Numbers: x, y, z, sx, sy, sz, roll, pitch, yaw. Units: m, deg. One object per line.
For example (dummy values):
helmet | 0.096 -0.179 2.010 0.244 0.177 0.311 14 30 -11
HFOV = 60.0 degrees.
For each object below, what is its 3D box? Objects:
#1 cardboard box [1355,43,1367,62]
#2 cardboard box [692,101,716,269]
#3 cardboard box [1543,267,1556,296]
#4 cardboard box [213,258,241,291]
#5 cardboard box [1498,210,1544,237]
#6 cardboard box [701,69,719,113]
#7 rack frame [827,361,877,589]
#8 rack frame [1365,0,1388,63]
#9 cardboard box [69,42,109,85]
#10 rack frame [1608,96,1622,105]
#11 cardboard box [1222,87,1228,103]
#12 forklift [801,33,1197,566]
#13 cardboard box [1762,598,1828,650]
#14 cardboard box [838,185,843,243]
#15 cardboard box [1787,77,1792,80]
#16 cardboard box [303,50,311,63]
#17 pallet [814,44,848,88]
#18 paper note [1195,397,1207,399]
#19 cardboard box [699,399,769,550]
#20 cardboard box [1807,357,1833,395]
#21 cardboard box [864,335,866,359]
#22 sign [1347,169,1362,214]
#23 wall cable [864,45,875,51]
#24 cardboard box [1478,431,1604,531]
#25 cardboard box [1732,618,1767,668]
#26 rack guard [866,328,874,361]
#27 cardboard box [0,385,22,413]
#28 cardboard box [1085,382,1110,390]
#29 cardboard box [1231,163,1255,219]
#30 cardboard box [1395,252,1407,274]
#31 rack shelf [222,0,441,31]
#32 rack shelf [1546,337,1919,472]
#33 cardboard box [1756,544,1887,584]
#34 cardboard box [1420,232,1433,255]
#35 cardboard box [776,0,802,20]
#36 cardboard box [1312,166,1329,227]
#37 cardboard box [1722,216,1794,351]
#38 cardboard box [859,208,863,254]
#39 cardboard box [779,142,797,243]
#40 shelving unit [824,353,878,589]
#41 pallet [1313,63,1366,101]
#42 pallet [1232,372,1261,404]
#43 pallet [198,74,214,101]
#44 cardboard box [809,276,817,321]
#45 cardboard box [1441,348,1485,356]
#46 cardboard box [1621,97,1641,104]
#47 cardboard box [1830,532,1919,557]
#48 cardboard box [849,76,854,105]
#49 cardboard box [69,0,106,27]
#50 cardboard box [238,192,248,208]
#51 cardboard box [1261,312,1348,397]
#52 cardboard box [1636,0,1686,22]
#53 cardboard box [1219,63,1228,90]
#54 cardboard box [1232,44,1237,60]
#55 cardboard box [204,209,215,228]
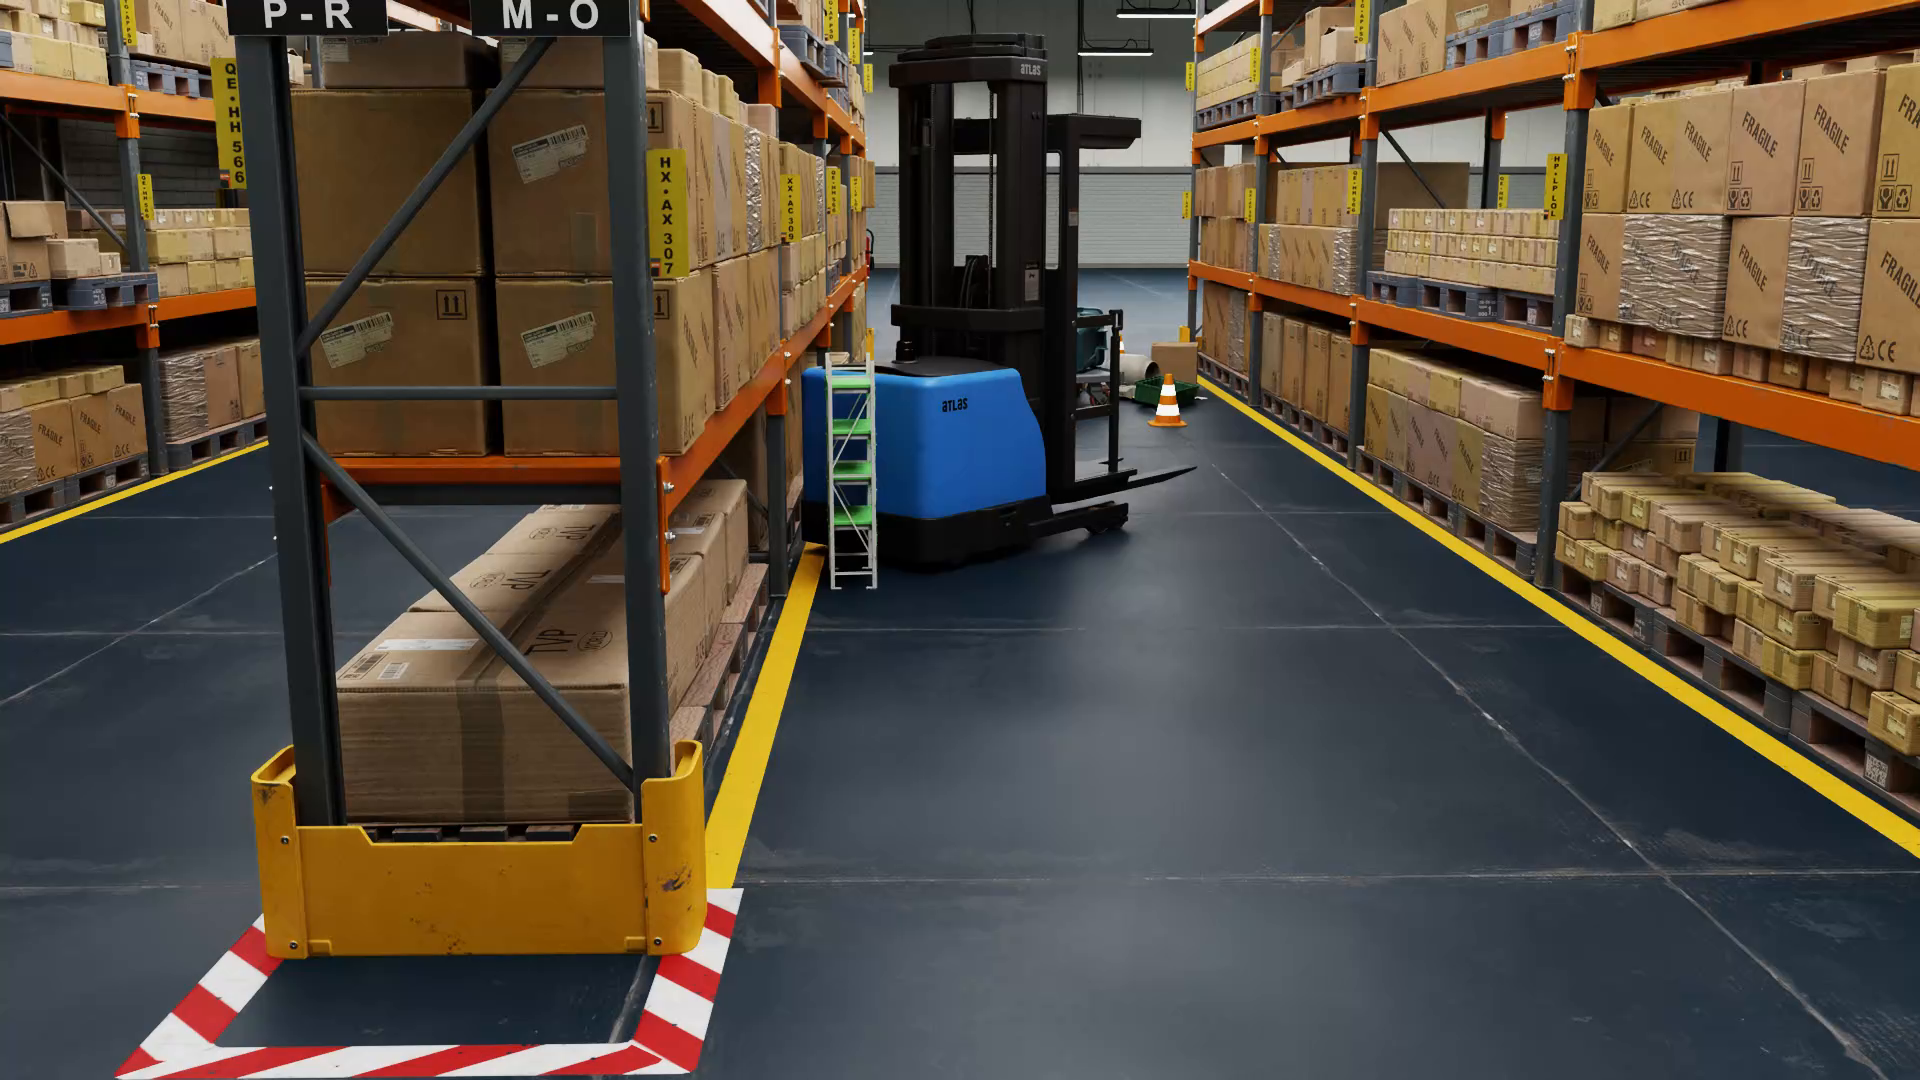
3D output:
cardboard box | 3.239 -3.740 12.683 0.380 0.166 0.250 0 11 -1
cardboard box | -1.053 -1.119 5.263 0.500 0.500 0.500 -1 11 -3
cardboard box | 3.348 -1.377 8.877 0.380 0.149 0.250 0 11 -2
cardboard box | -6.226 -2.168 13.576 0.500 0.250 0.500 -1 11 -3
cardboard box | 3.335 -1.826 9.596 0.380 0.149 0.250 0 11 -1
cardboard box | -1.053 -1.567 5.841 0.380 0.149 0.250 0 11 -1
rack frame | -0.562 -0.331 8.673 0.240 1.200 0.015 -1 12 -6
rack frame | 3.471 -4.951 11.831 1.000 3.000 0.127 0 11 -1
cardboard box | -6.185 -3.245 11.343 0.500 0.250 0.500 -1 11 -3
rack frame | 8.267 -6.542 19.671 1.000 3.000 0.127 0 11 -1
cardboard box | 3.029 -4.782 17.868 0.380 0.149 0.250 0 11 -1
forklift | 0.404 -1.533 10.242 1.130 2.935 3.031 9 15 39
cardboard box | 3.304 0.315 6.329 0.380 0.149 0.250 0 11 0
cardboard box | -1.303 -2.874 14.627 0.500 0.500 0.500 0 11 1
cardboard box | 8.054 -4.462 16.338 0.380 0.149 0.250 0 11 1
cardboard box | -6.455 -4.908 17.594 0.797 0.503 0.637 0 11 1
pallet | -1.409 -3.220 11.319 1.213 0.211 1.003 0 11 1
paper note | 2.470 -1.481 17.283 0.147 0.020 0.142 -10 15 -40
cardboard box | -1.486 -0.463 9.085 0.875 0.875 0.875 0 11 1
cardboard box | 3.409 -0.618 6.192 0.380 0.149 0.250 -1 11 -4
cardboard box | -1.355 -2.255 19.489 0.500 0.250 0.500 0 11 -1
sign | 2.917 -2.576 12.298 0.100 0.325 0.005 0 11 -1
wall cable | -4.144 -13.857 50.835 3.097 2.526 0.112 0 11 -1
cardboard box | 3.287 -0.343 9.435 0.500 0.500 0.500 0 11 -2
cardboard box | 3.320 0.409 6.611 0.380 0.149 0.250 0 11 0
rack guard | -1.639 -2.321 20.241 1.175 0.500 0.348 0 11 -1
cardboard box | -6.175 -0.887 10.488 0.380 0.149 0.250 -1 11 -4
cardboard box | 1.512 -1.800 18.266 0.396 0.266 0.258 2 12 9
cardboard box | 3.288 -3.591 17.124 0.875 0.550 0.550 0 11 -1
cardboard box | 3.284 -1.951 11.706 0.380 0.149 0.250 0 11 2
rack shelf | -6.562 -5.534 17.518 1.077 0.370 4.000 0 11 -1
rack shelf | 3.595 -0.466 6.620 1.077 0.370 4.000 0 11 -1
cardboard box | 3.395 0.116 6.561 0.380 0.149 0.250 -1 11 -3
cardboard box | 3.303 -1.986 11.129 0.380 0.149 0.250 0 11 -1
cardboard box | -1.069 -2.990 9.239 0.380 0.166 0.250 -1 12 -5
cardboard box | 3.437 -2.943 14.257 0.700 0.500 0.500 0 11 -2
cardboard box | 3.345 -1.006 6.475 0.500 0.500 0.500 0 11 2
cardboard box | -1.342 -3.450 18.520 0.500 0.500 0.500 0 11 -1
cardboard box | -1.114 -1.803 8.637 0.500 0.500 0.500 0 11 0
shelving unit | -0.586 -0.379 8.911 0.258 1.200 0.503 -1 12 -6
pallet | 3.405 -3.516 12.778 1.213 0.211 1.003 0 11 1
pallet | 3.451 -1.591 17.371 1.003 0.211 1.213 0 11 -1
pallet | -6.568 -3.684 13.604 1.003 0.211 1.213 0 11 1
cardboard box | -1.146 -1.495 10.260 0.500 0.250 0.500 0 11 -2
cardboard box | 3.748 -1.225 11.895 0.500 0.250 0.500 -1 11 -2
cardboard box | 7.950 -5.086 19.414 0.380 0.149 0.250 0 11 0
cardboard box | 3.818 0.062 6.825 0.380 0.149 0.250 0 11 -1
cardboard box | -1.293 -4.397 16.272 0.500 0.250 0.500 0 11 -2
cardboard box | -6.135 -3.620 11.441 0.380 0.149 0.250 0 11 1
cardboard box | -6.829 -3.320 16.246 0.380 0.149 0.250 0 11 -1
cardboard box | 3.492 -1.786 15.923 1.050 0.750 0.750 0 11 -1
cardboard box | 3.319 -2.420 7.276 0.500 0.250 0.500 0 11 -2
cardboard box | 3.092 -5.001 17.940 0.500 0.250 0.500 0 11 -1
cardboard box | 3.041 -5.072 17.287 0.380 0.149 0.250 0 11 -1
cardboard box | -6.241 -2.587 13.382 0.380 0.149 0.250 0 11 -1
